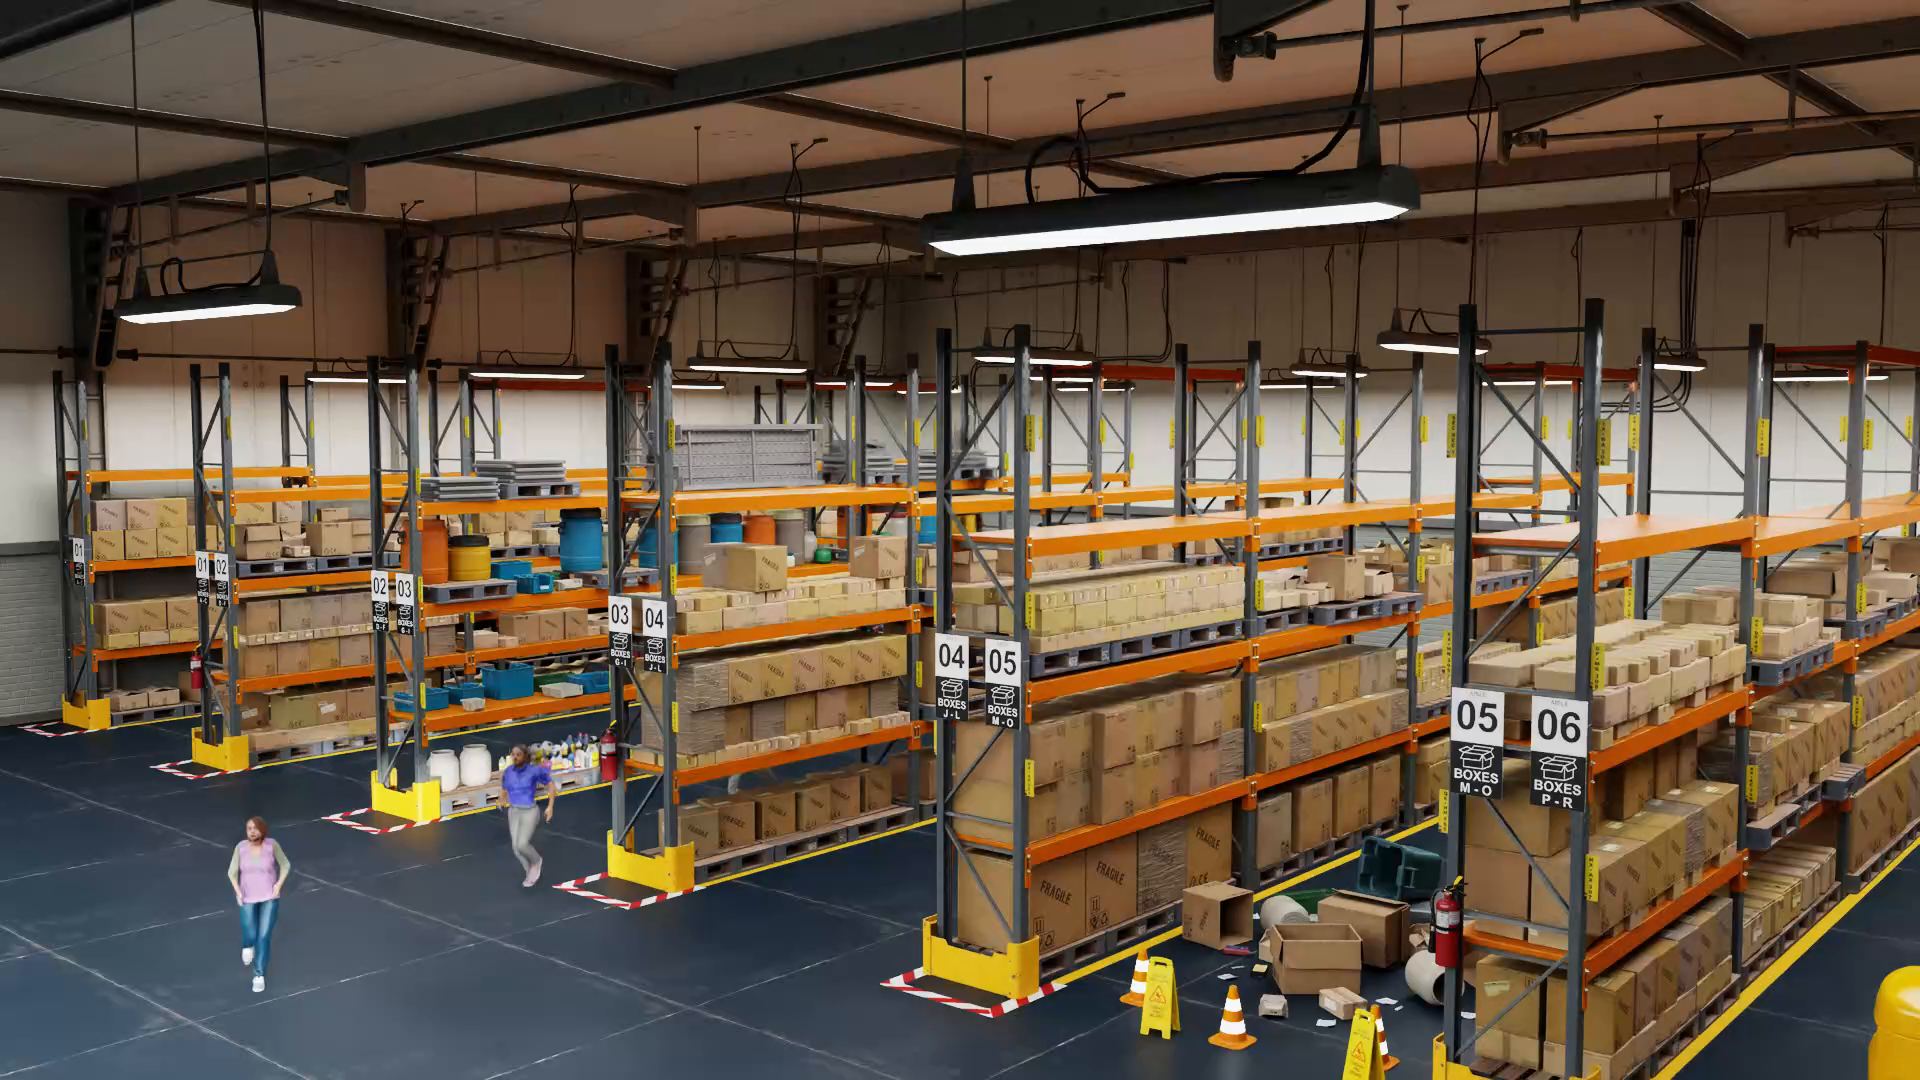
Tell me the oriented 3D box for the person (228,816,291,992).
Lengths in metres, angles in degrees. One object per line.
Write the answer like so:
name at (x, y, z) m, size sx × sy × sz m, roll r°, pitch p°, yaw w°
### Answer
person at (-6.418, 3.301, 15.260) m, size 0.537 × 1.566 × 0.556 m, roll -1°, pitch 4°, yaw -19°

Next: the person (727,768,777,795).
person at (-2.856, 2.702, 22.354) m, size 0.605 × 1.653 × 0.943 m, roll 3°, pitch 5°, yaw 31°

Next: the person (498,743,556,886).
person at (-4.816, 3.042, 18.339) m, size 0.587 × 1.608 × 0.647 m, roll 1°, pitch 4°, yaw 16°
